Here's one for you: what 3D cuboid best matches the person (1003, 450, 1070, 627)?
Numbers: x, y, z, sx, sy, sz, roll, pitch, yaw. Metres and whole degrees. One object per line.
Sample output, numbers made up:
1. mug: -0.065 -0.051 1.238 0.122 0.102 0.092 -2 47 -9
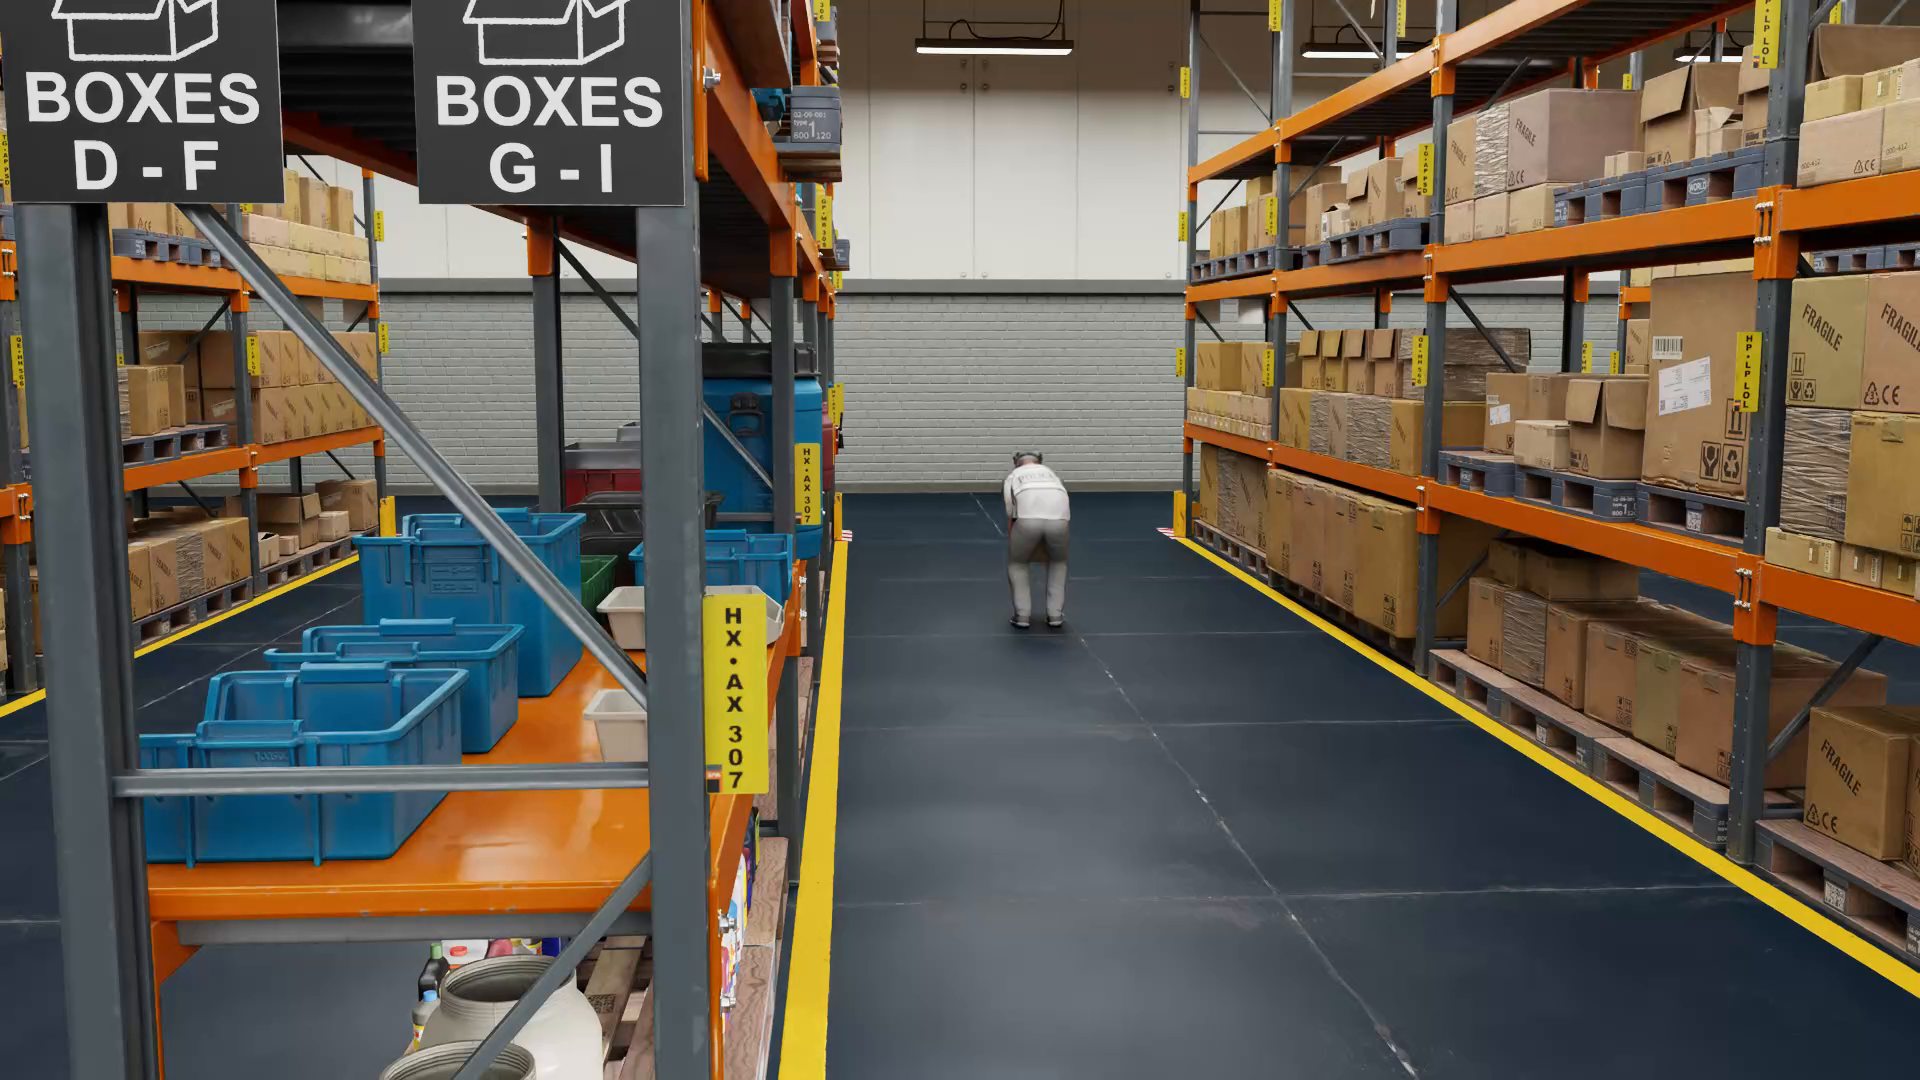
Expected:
1. person: 0.594 -0.020 13.140 0.487 1.340 0.987 -1 7 -6
